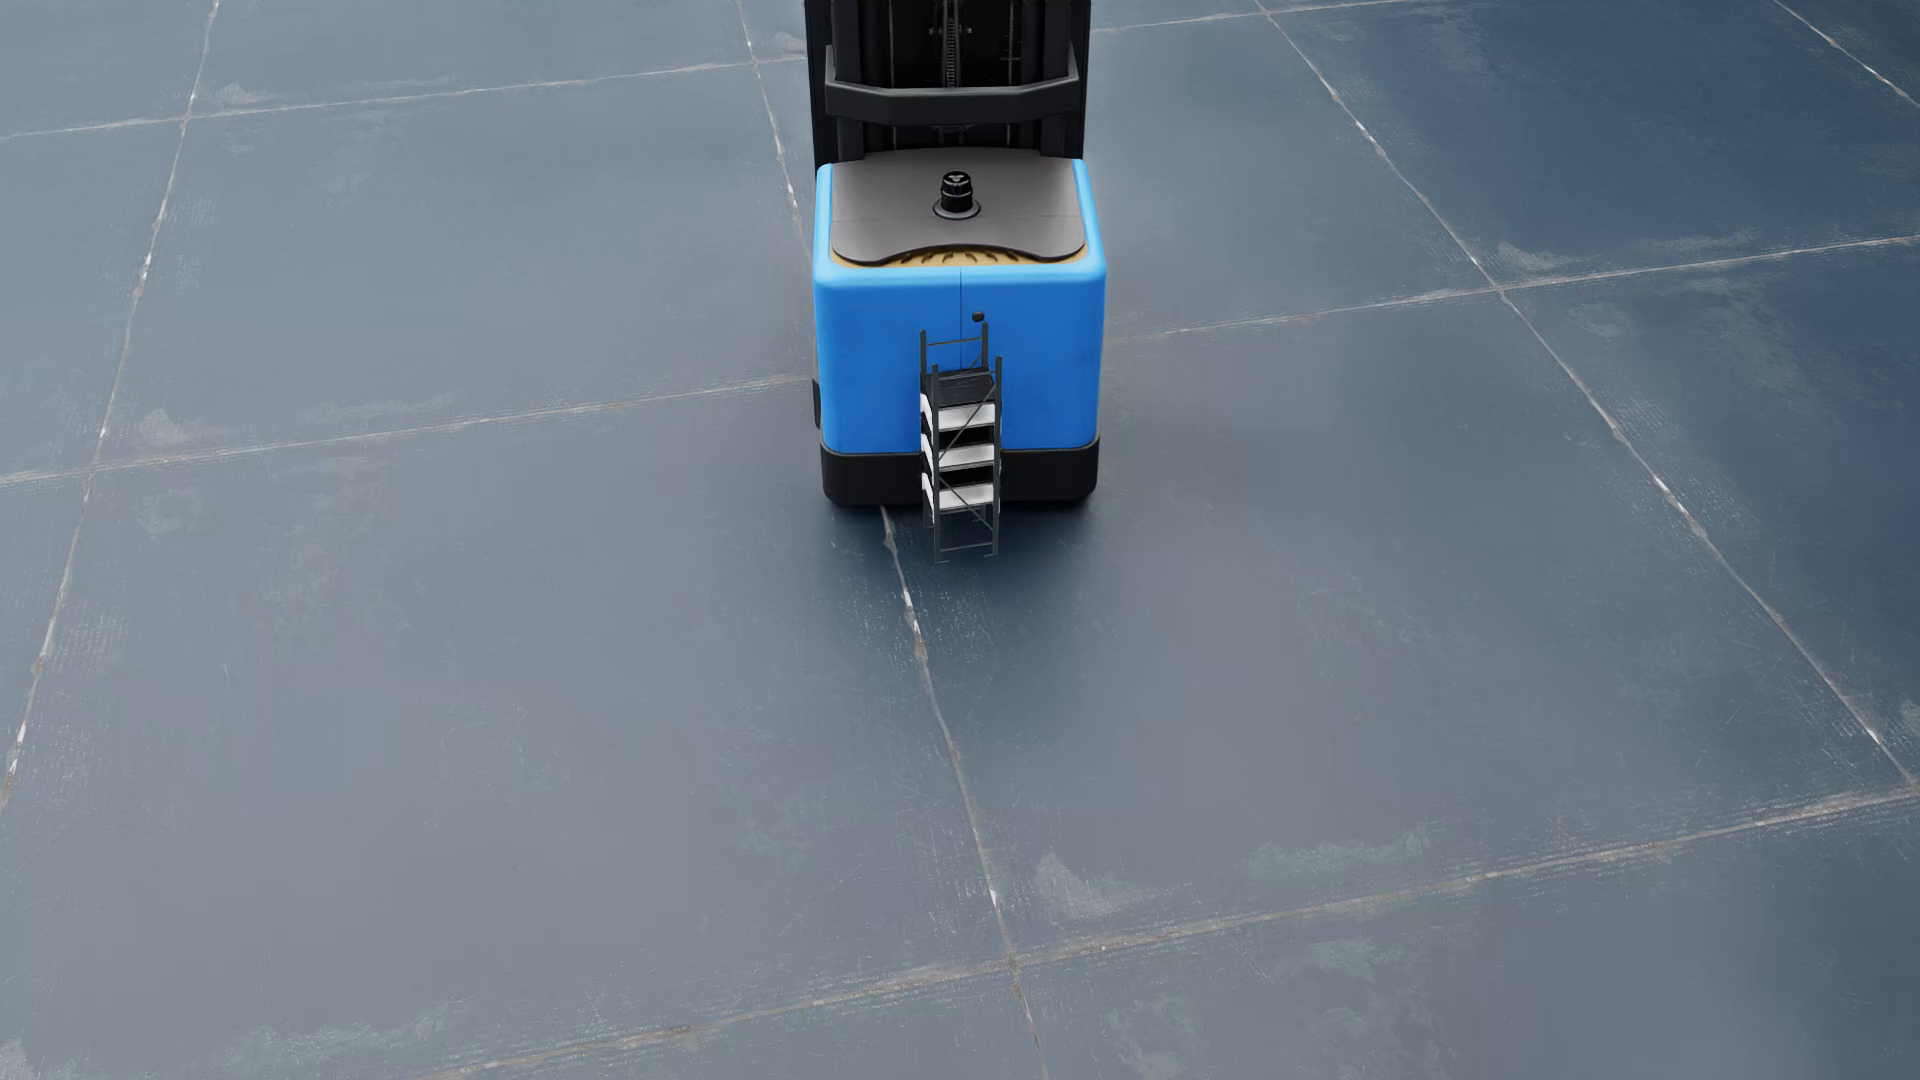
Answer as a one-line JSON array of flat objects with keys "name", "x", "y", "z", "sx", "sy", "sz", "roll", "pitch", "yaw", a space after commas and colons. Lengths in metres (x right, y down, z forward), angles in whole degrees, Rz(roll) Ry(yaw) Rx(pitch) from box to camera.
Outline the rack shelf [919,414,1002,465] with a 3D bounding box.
[{"name": "rack shelf", "x": 0.002, "y": -0.374, "z": 5.908, "sx": 0.258, "sy": 0.077, "sz": 0.200, "roll": -8, "pitch": 42, "yaw": -9}]

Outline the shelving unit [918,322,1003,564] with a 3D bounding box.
[{"name": "shelving unit", "x": 0.002, "y": -0.331, "z": 5.945, "sx": 0.258, "sy": 0.900, "sz": 0.210, "roll": -8, "pitch": 42, "yaw": -9}]

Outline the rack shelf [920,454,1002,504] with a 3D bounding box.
[{"name": "rack shelf", "x": 0.002, "y": -0.239, "z": 6.027, "sx": 0.258, "sy": 0.077, "sz": 0.200, "roll": -8, "pitch": 42, "yaw": -9}]

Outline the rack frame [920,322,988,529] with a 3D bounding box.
[{"name": "rack frame", "x": -0.020, "y": -0.397, "z": 6.020, "sx": 0.240, "sy": 0.900, "sz": 0.006, "roll": -8, "pitch": 42, "yaw": -9}]

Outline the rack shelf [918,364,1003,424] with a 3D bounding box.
[{"name": "rack shelf", "x": 0.002, "y": -0.508, "z": 5.788, "sx": 0.258, "sy": 0.077, "sz": 0.200, "roll": -8, "pitch": 42, "yaw": -9}]

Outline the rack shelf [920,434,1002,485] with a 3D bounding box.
[{"name": "rack shelf", "x": 0.002, "y": -0.306, "z": 5.967, "sx": 0.258, "sy": 0.077, "sz": 0.200, "roll": -8, "pitch": 42, "yaw": -9}]

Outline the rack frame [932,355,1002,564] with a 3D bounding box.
[{"name": "rack frame", "x": 0.024, "y": -0.265, "z": 5.871, "sx": 0.240, "sy": 0.900, "sz": 0.006, "roll": -8, "pitch": 42, "yaw": -9}]

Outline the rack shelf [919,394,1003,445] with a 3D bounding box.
[{"name": "rack shelf", "x": 0.002, "y": -0.441, "z": 5.848, "sx": 0.258, "sy": 0.077, "sz": 0.200, "roll": -8, "pitch": 42, "yaw": -9}]

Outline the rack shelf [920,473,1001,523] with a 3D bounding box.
[{"name": "rack shelf", "x": 0.002, "y": -0.172, "z": 6.087, "sx": 0.258, "sy": 0.077, "sz": 0.200, "roll": -8, "pitch": 42, "yaw": -9}]

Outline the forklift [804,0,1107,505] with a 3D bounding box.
[{"name": "forklift", "x": -0.057, "y": -2.189, "z": 6.508, "sx": 1.130, "sy": 2.935, "sz": 3.031, "roll": -2, "pitch": 42, "yaw": -2}]
